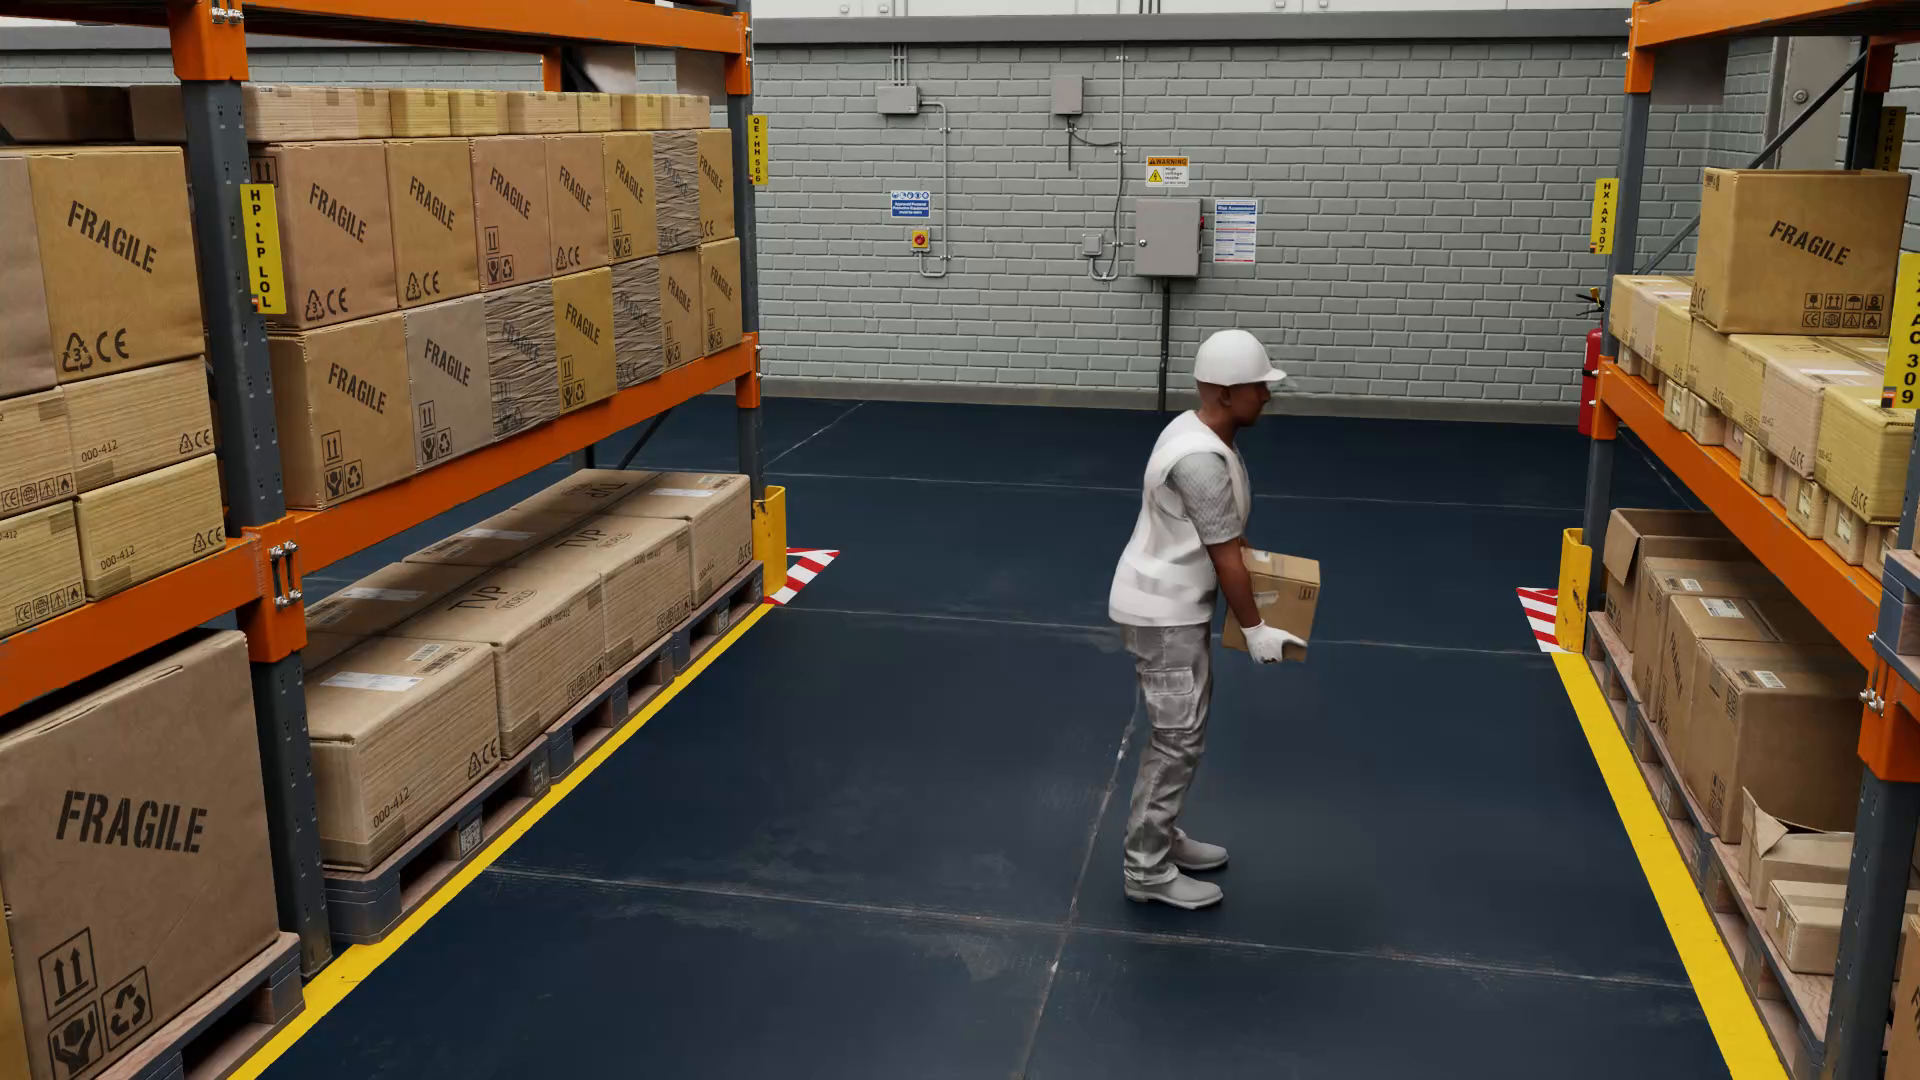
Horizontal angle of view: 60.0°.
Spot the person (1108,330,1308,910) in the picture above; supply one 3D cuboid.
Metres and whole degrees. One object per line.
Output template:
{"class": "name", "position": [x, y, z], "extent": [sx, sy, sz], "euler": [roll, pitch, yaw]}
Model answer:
{"class": "person", "position": [0.758, 0.236, 5.101], "extent": [0.604, 1.761, 0.487], "euler": [3, 15, 10]}
